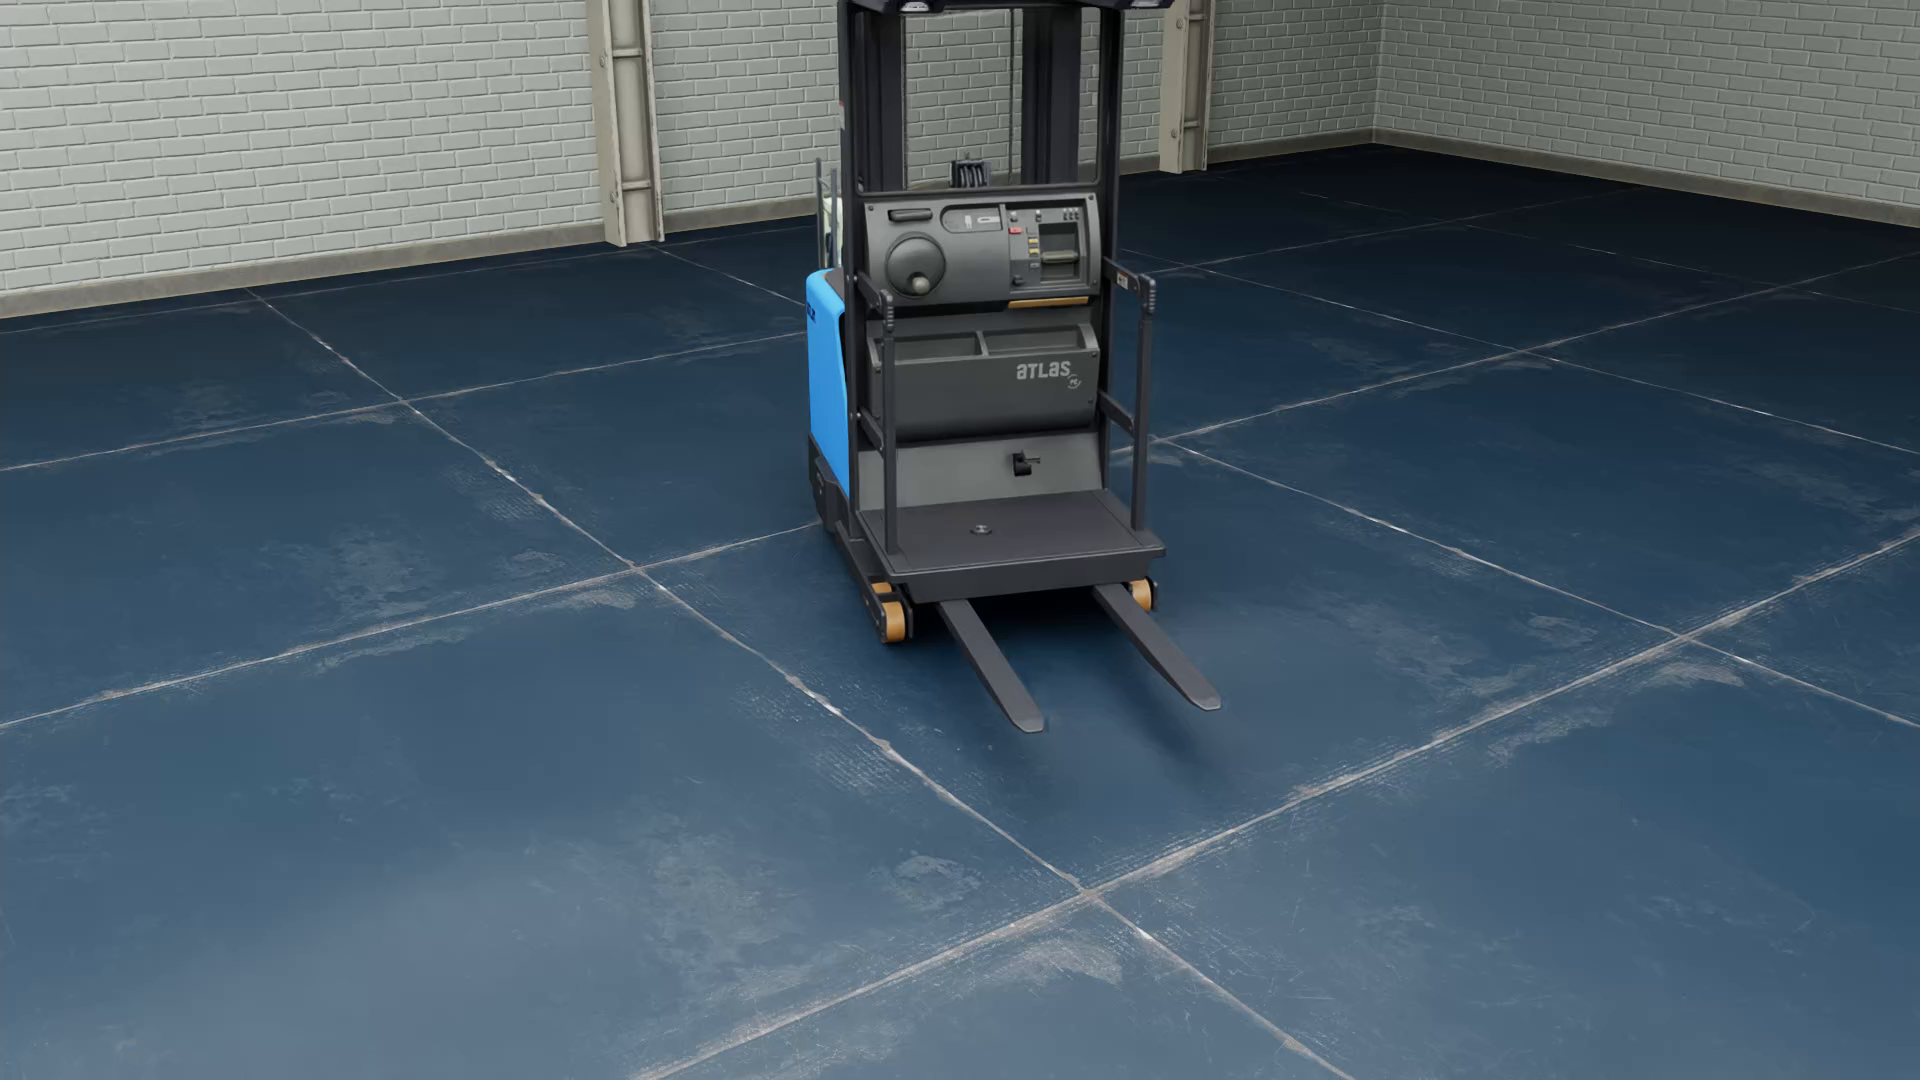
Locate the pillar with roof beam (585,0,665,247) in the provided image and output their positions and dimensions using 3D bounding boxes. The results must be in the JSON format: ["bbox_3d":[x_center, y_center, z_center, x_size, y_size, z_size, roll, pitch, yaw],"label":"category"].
[{"bbox_3d":[-0.122,-5.311,8.565,0.400,9.000,9.100,-15,26,-33],"label":"pillar with roof beam"}]

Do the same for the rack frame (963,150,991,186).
[{"bbox_3d":[0.081,-1.131,8.197,0.023,1.500,0.400,-6,22,-14],"label":"rack frame"}]

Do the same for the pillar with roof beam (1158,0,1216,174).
[{"bbox_3d":[4.748,-6.610,11.819,0.400,9.000,9.100,-15,26,-33],"label":"pillar with roof beam"}]

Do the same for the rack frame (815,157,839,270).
[{"bbox_3d":[-0.624,-1.058,8.013,0.023,1.500,0.400,-6,22,-14],"label":"rack frame"}]

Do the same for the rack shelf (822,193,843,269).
[{"bbox_3d":[-0.273,-1.459,7.966,0.720,0.370,0.431,-6,22,-14],"label":"rack shelf"}]

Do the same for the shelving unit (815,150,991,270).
[{"bbox_3d":[-0.271,-1.094,8.105,0.755,1.500,0.431,-6,22,-14],"label":"shelving unit"}]

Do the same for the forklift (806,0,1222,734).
[{"bbox_3d":[0.150,-1.119,6.247,1.130,2.935,3.031,-6,22,-14],"label":"forklift"}]
